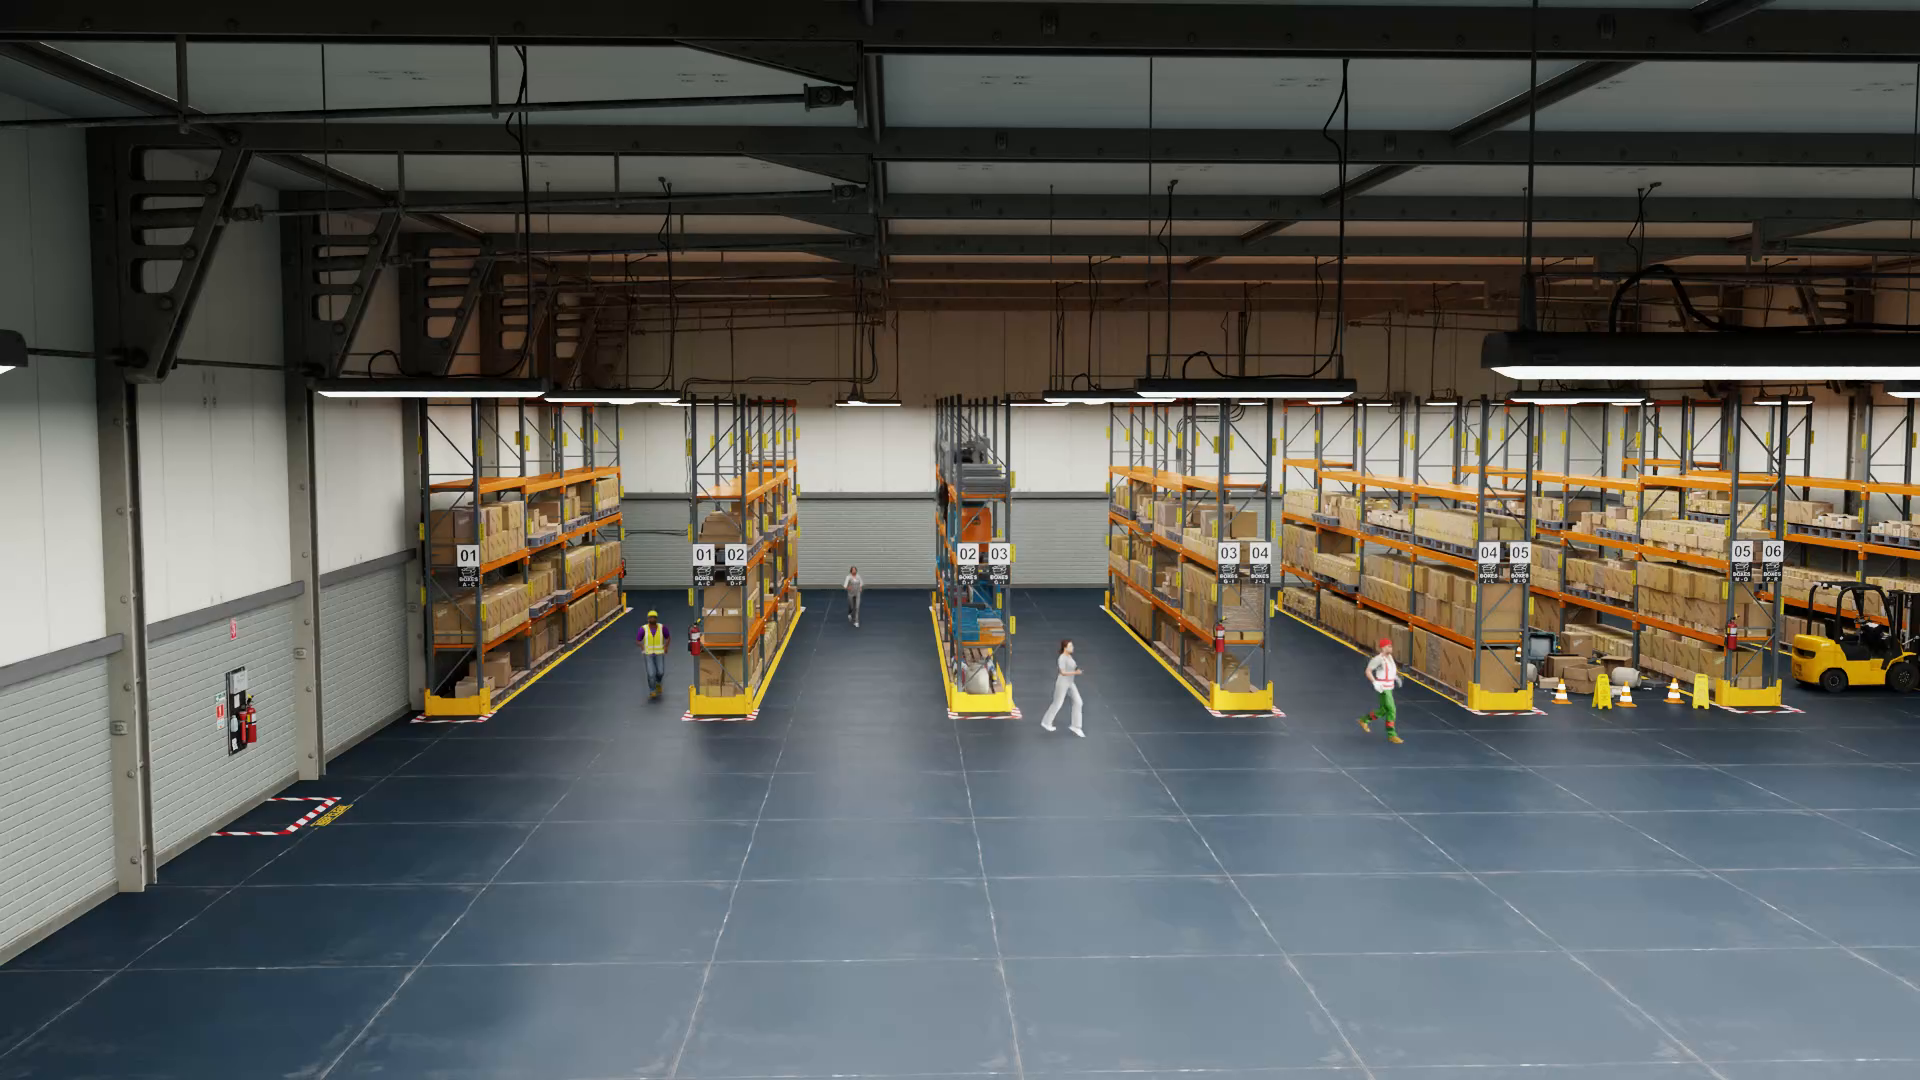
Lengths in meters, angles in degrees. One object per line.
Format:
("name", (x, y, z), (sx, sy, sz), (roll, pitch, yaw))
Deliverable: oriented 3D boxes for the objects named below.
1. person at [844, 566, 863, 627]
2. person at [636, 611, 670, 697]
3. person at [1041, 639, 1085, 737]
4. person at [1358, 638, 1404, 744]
("person", (-2.796, 1.476, 43.803), (0.537, 1.585, 0.860), (-1, 5, -17))
("person", (-6.071, 2.263, 32.982), (0.692, 1.719, 0.589), (-1, 5, -14))
("person", (1.804, 2.586, 29.206), (0.827, 1.709, 0.495), (3, 5, 33))
("person", (7.287, 2.582, 28.758), (0.892, 1.786, 0.668), (3, 6, 38))
